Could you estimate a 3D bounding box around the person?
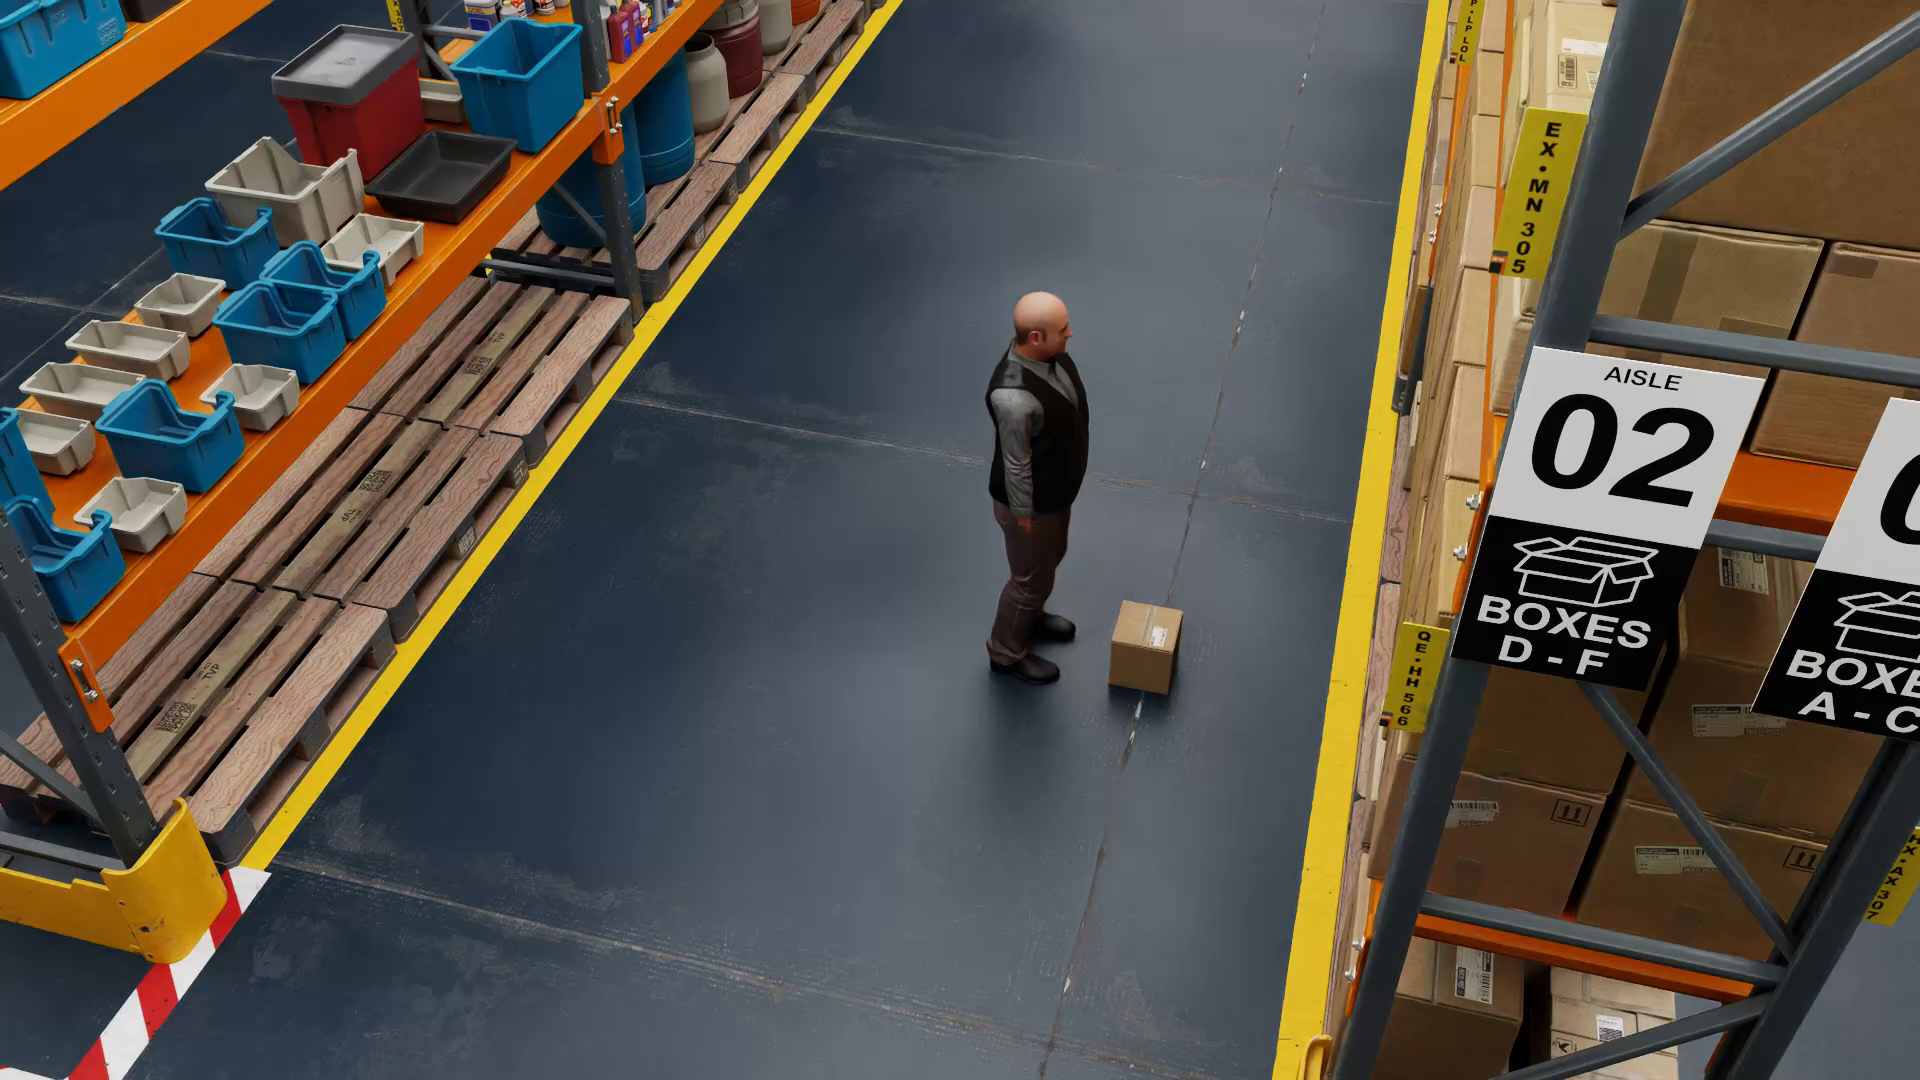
[{"bbox_3d":[0.302,-0.207,6.426,0.360,1.721,0.533,11,42,12],"label":"person"}]
